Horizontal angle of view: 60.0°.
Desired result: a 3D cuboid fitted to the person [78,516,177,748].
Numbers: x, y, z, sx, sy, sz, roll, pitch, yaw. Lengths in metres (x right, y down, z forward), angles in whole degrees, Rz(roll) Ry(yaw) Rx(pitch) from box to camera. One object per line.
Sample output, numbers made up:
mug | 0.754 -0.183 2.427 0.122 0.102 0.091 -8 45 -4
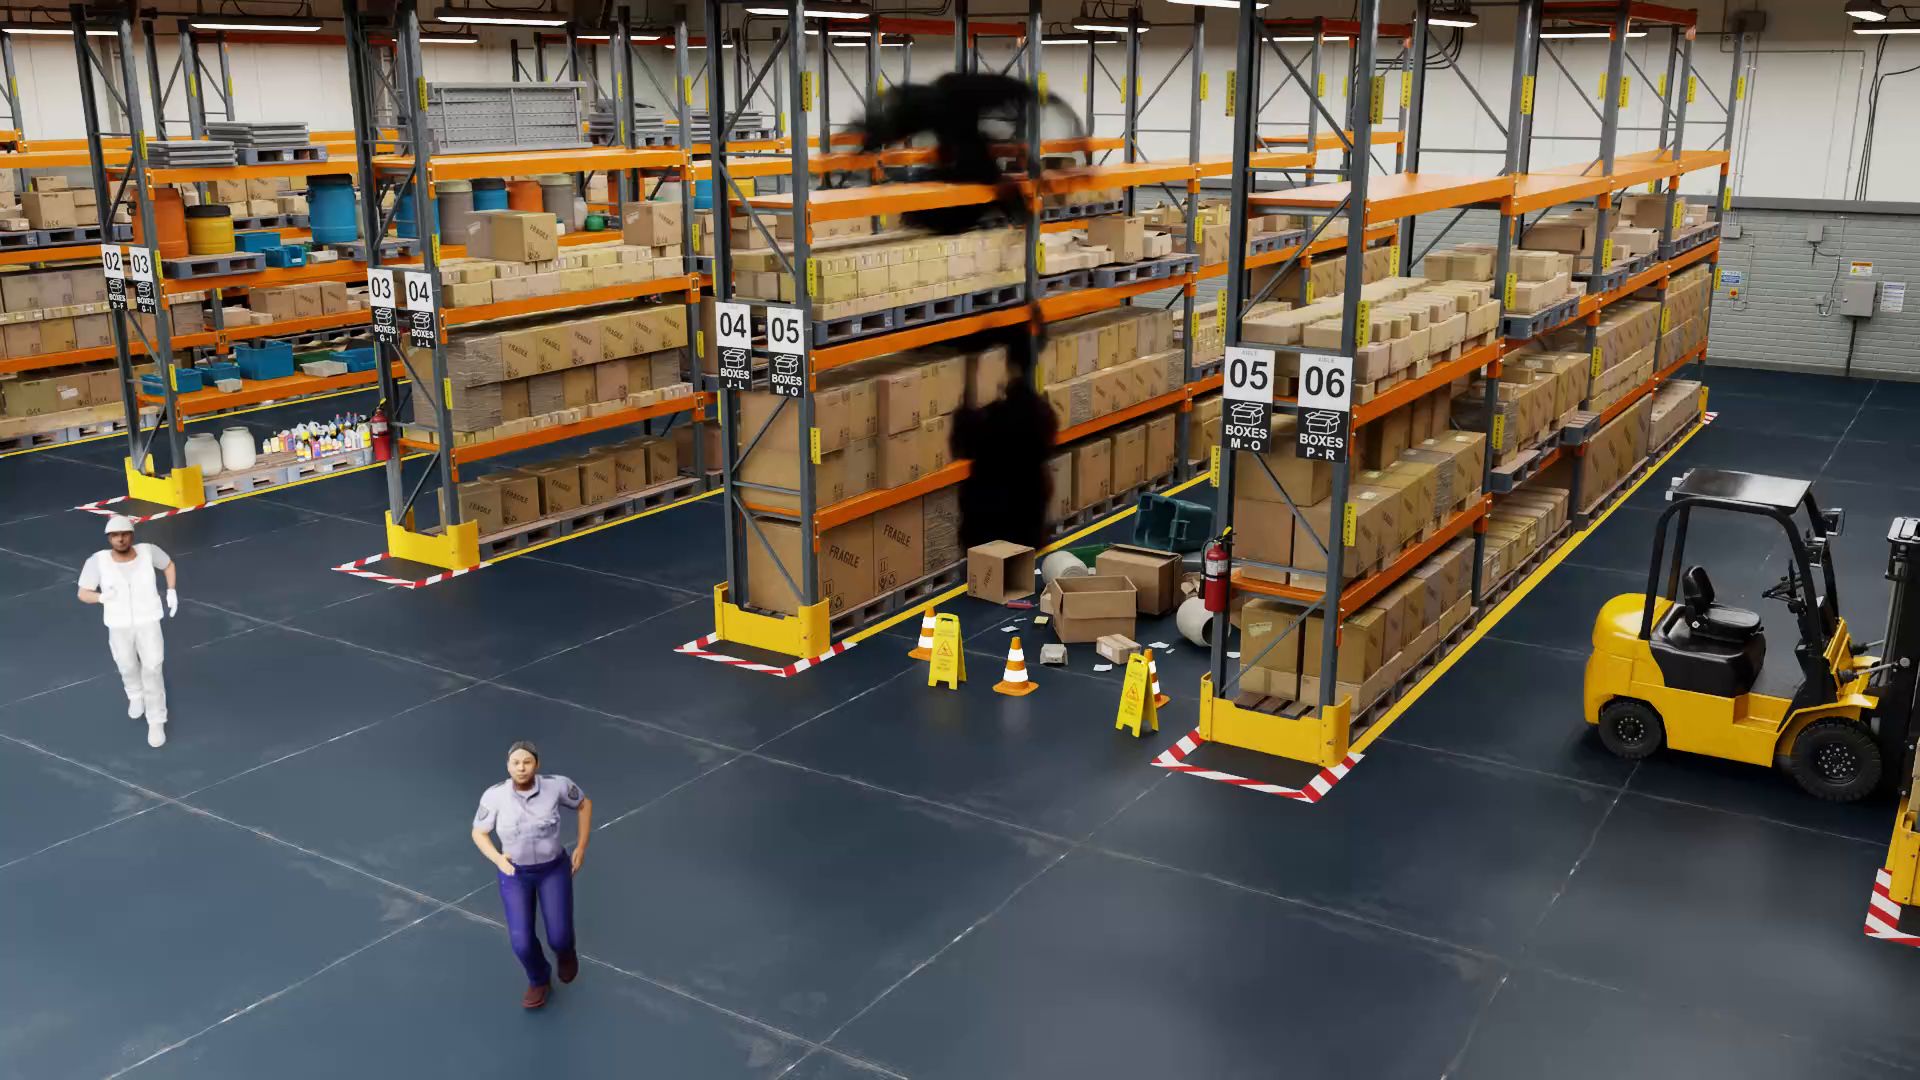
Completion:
person | -6.649 0.680 13.359 0.704 1.813 0.886 -7 17 -23

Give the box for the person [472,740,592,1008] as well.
person | -2.394 1.908 9.358 0.657 1.615 0.527 -3 16 -10
